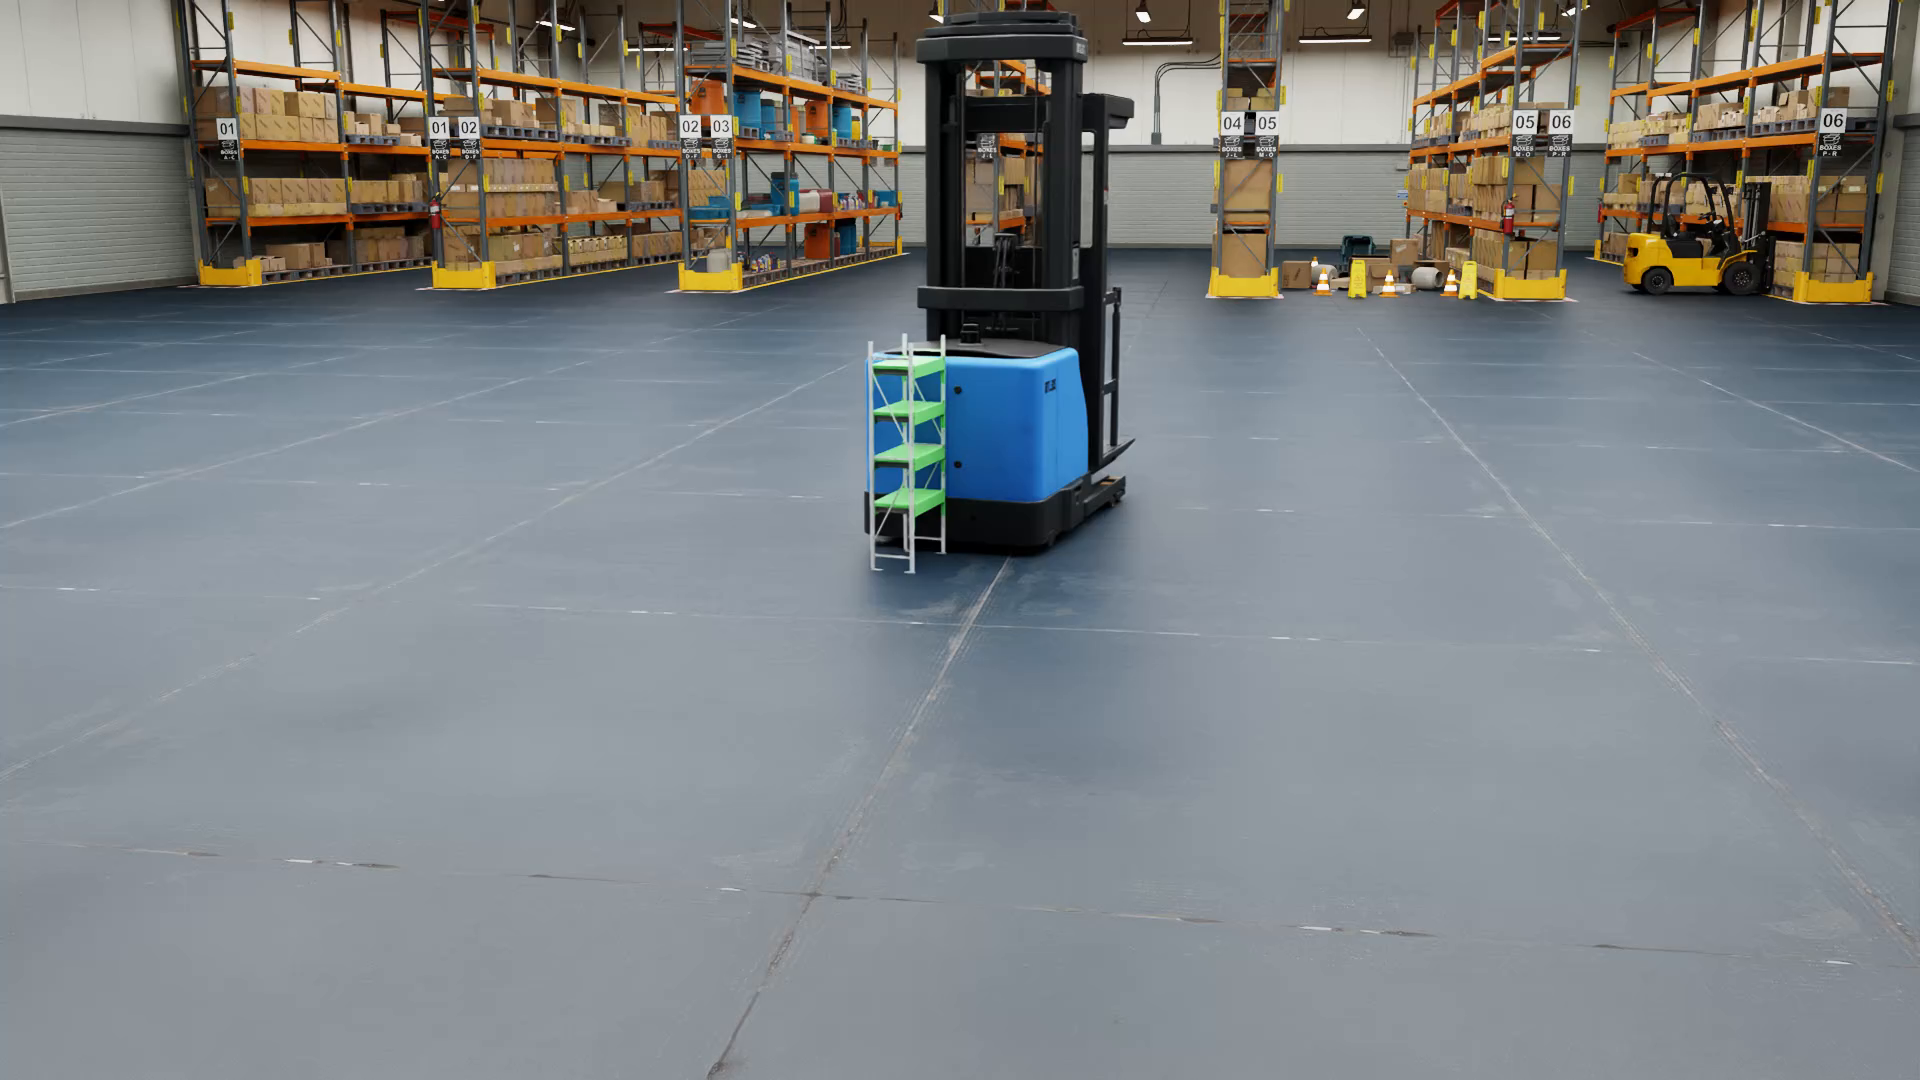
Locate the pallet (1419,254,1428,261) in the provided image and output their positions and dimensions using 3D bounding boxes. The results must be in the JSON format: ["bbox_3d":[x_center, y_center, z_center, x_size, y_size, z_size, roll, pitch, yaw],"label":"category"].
[{"bbox_3d":[12.041,-7.005,41.497,1.003,0.211,1.213,2,12,9],"label":"pallet"}]

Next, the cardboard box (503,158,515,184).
[{"bbox_3d":[-9.334,-7.363,33.221,0.700,0.500,0.500,2,12,9],"label":"cardboard box"}]

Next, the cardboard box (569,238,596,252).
[{"bbox_3d":[-8.493,-6.615,37.267,0.500,0.311,0.500,1,12,7],"label":"cardboard box"}]

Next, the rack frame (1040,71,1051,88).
[{"bbox_3d":[2.670,-12.299,45.202,1.000,3.000,0.127,2,12,9],"label":"rack frame"}]

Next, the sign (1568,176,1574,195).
[{"bbox_3d":[10.538,-6.120,28.716,0.100,0.325,0.005,2,12,9],"label":"sign"}]

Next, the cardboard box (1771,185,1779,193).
[{"bbox_3d":[14.955,-6.374,30.172,0.380,0.149,0.250,2,12,7],"label":"cardboard box"}]

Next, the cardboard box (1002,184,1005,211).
[{"bbox_3d":[0.399,-6.554,31.842,0.875,0.500,0.500,2,12,9],"label":"cardboard box"}]

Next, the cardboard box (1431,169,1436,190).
[{"bbox_3d":[11.365,-8.457,39.003,0.500,0.500,0.500,2,12,7],"label":"cardboard box"}]

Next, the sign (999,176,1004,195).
[{"bbox_3d":[0.746,-6.441,30.206,0.100,0.325,0.005,2,12,9],"label":"sign"}]

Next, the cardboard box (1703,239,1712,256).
[{"bbox_3d":[15.832,-5.858,34.197,0.875,0.625,0.625,1,12,6],"label":"cardboard box"}]

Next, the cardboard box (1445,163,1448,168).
[{"bbox_3d":[12.173,-9.233,41.065,0.380,0.149,0.250,2,12,8],"label":"cardboard box"}]

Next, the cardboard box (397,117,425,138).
[{"bbox_3d":[-13.227,-10.013,40.436,0.700,0.500,0.500,1,12,4],"label":"cardboard box"}]

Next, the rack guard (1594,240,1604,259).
[{"bbox_3d":[17.356,-7.647,43.791,1.175,0.500,0.348,2,12,9],"label":"rack guard"}]

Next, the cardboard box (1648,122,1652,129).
[{"bbox_3d":[16.221,-9.638,38.632,0.380,0.149,0.250,2,12,8],"label":"cardboard box"}]

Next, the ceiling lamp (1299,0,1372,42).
[{"bbox_3d":[10.479,-15.468,46.054,2.000,3.185,0.800,2,12,9],"label":"ceiling lamp"}]

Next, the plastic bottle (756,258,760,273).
[{"bbox_3d":[-4.045,-5.497,33.284,0.061,0.283,0.133,2,12,10],"label":"plastic bottle"}]

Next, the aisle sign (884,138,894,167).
[{"bbox_3d":[-1.923,-10.803,46.330,0.394,0.787,0.004,2,12,9],"label":"aisle sign"}]

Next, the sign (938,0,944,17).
[{"bbox_3d":[-0.336,-9.524,29.735,0.100,0.325,0.005,2,12,9],"label":"sign"}]

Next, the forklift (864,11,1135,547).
[{"bbox_3d":[0.424,-1.659,10.236,1.130,2.935,3.031,4,13,19],"label":"forklift"}]

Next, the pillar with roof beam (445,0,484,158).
[{"bbox_3d":[-9.122,-11.982,43.731,9.100,9.000,0.548,2,12,9],"label":"pillar with roof beam"}]

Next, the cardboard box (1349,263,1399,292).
[{"bbox_3d":[7.770,-4.942,31.229,0.797,0.503,0.637,-7,14,-30],"label":"cardboard box"}]

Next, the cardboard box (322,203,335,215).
[{"bbox_3d":[-13.717,-7.074,35.507,0.500,0.250,0.500,2,12,9],"label":"cardboard box"}]

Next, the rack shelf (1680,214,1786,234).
[{"bbox_3d":[15.829,-6.452,34.018,1.077,0.370,4.000,2,12,9],"label":"rack shelf"}]

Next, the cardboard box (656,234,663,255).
[{"bbox_3d":[-7.764,-7.423,41.708,0.500,0.500,0.500,1,12,7],"label":"cardboard box"}]

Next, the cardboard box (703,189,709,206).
[{"bbox_3d":[-7.154,-9.318,45.373,0.500,0.500,0.500,2,12,8],"label":"cardboard box"}]

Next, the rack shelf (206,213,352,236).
[{"bbox_3d":[-14.166,-6.582,34.621,1.077,0.370,4.000,2,12,9],"label":"rack shelf"}]

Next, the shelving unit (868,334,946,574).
[{"bbox_3d":[-0.274,-0.467,8.813,0.258,1.200,0.503,4,13,19],"label":"shelving unit"}]

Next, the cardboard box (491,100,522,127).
[{"bbox_3d":[-9.053,-8.483,33.049,0.500,0.500,0.500,2,12,9],"label":"cardboard box"}]

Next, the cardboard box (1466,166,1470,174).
[{"bbox_3d":[10.577,-7.569,34.014,0.380,0.149,0.250,1,12,6],"label":"cardboard box"}]

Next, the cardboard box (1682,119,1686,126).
[{"bbox_3d":[16.033,-9.142,36.379,0.380,0.149,0.250,1,12,7],"label":"cardboard box"}]

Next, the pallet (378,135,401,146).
[{"bbox_3d":[-13.502,-9.065,37.763,1.213,0.211,1.003,2,12,9],"label":"pallet"}]

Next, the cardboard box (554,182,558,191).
[{"bbox_3d":[-12.082,-9.888,47.542,0.980,0.700,0.700,2,12,11],"label":"cardboard box"}]

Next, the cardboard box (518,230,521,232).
[{"bbox_3d":[-12.331,-8.255,45.615,0.700,0.500,0.500,2,12,8],"label":"cardboard box"}]

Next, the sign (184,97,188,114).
[{"bbox_3d":[-15.019,-8.438,32.307,0.100,0.325,0.005,2,12,9],"label":"sign"}]

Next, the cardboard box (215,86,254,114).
[{"bbox_3d":[-14.175,-8.603,32.515,0.500,0.500,0.500,1,12,5],"label":"cardboard box"}]

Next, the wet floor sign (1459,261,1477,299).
[{"bbox_3d":[8.915,-4.559,29.114,0.267,0.644,0.232,7,14,28],"label":"wet floor sign"}]

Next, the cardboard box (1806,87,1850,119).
[{"bbox_3d":[14.734,-7.424,28.229,0.500,0.500,0.500,2,12,11],"label":"cardboard box"}]

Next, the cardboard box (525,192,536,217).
[{"bbox_3d":[-9.181,-6.932,34.301,0.700,0.500,0.500,2,12,9],"label":"cardboard box"}]

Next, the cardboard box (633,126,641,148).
[{"bbox_3d":[-8.236,-9.736,40.192,0.910,0.500,0.500,2,12,9],"label":"cardboard box"}]

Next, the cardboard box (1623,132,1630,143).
[{"bbox_3d":[16.824,-10.019,41.392,0.500,0.250,0.500,2,12,8],"label":"cardboard box"}]

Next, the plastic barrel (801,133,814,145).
[{"bbox_3d":[-3.419,-8.988,37.286,0.301,0.262,0.301,0,12,0],"label":"plastic barrel"}]

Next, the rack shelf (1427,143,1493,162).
[{"bbox_3d":[11.539,-8.911,38.308,1.077,0.370,4.000,2,12,9],"label":"rack shelf"}]

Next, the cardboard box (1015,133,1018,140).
[{"bbox_3d":[0.849,-7.943,32.467,0.500,0.250,0.500,2,12,8],"label":"cardboard box"}]

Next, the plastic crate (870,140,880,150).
[{"bbox_3d":[-2.377,-10.346,43.571,0.497,0.269,0.590,2,12,9],"label":"plastic crate"}]

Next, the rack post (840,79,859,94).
[{"bbox_3d":[-3.025,-10.957,40.161,0.937,0.300,0.954,3,13,15],"label":"rack post"}]

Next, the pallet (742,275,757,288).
[{"bbox_3d":[-4.589,-5.019,32.282,1.003,0.211,1.213,2,12,9],"label":"pallet"}]

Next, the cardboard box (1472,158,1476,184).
[{"bbox_3d":[10.335,-7.146,32.213,0.700,0.500,0.500,2,12,8],"label":"cardboard box"}]

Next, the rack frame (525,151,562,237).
[{"bbox_3d":[-12.013,-9.848,48.068,1.000,3.000,0.127,2,12,9],"label":"rack frame"}]

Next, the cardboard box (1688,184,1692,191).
[{"bbox_3d":[15.797,-7.529,35.531,0.380,0.149,0.250,2,12,10],"label":"cardboard box"}]

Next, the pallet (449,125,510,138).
[{"bbox_3d":[-9.444,-7.927,32.244,1.003,0.211,1.213,2,12,9],"label":"pallet"}]

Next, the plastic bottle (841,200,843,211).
[{"bbox_3d":[-2.881,-8.094,40.235,0.097,0.271,0.097,0,12,0],"label":"plastic bottle"}]

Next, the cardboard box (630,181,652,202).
[{"bbox_3d":[-8.033,-8.596,41.024,0.700,0.500,0.500,4,13,19],"label":"cardboard box"}]
